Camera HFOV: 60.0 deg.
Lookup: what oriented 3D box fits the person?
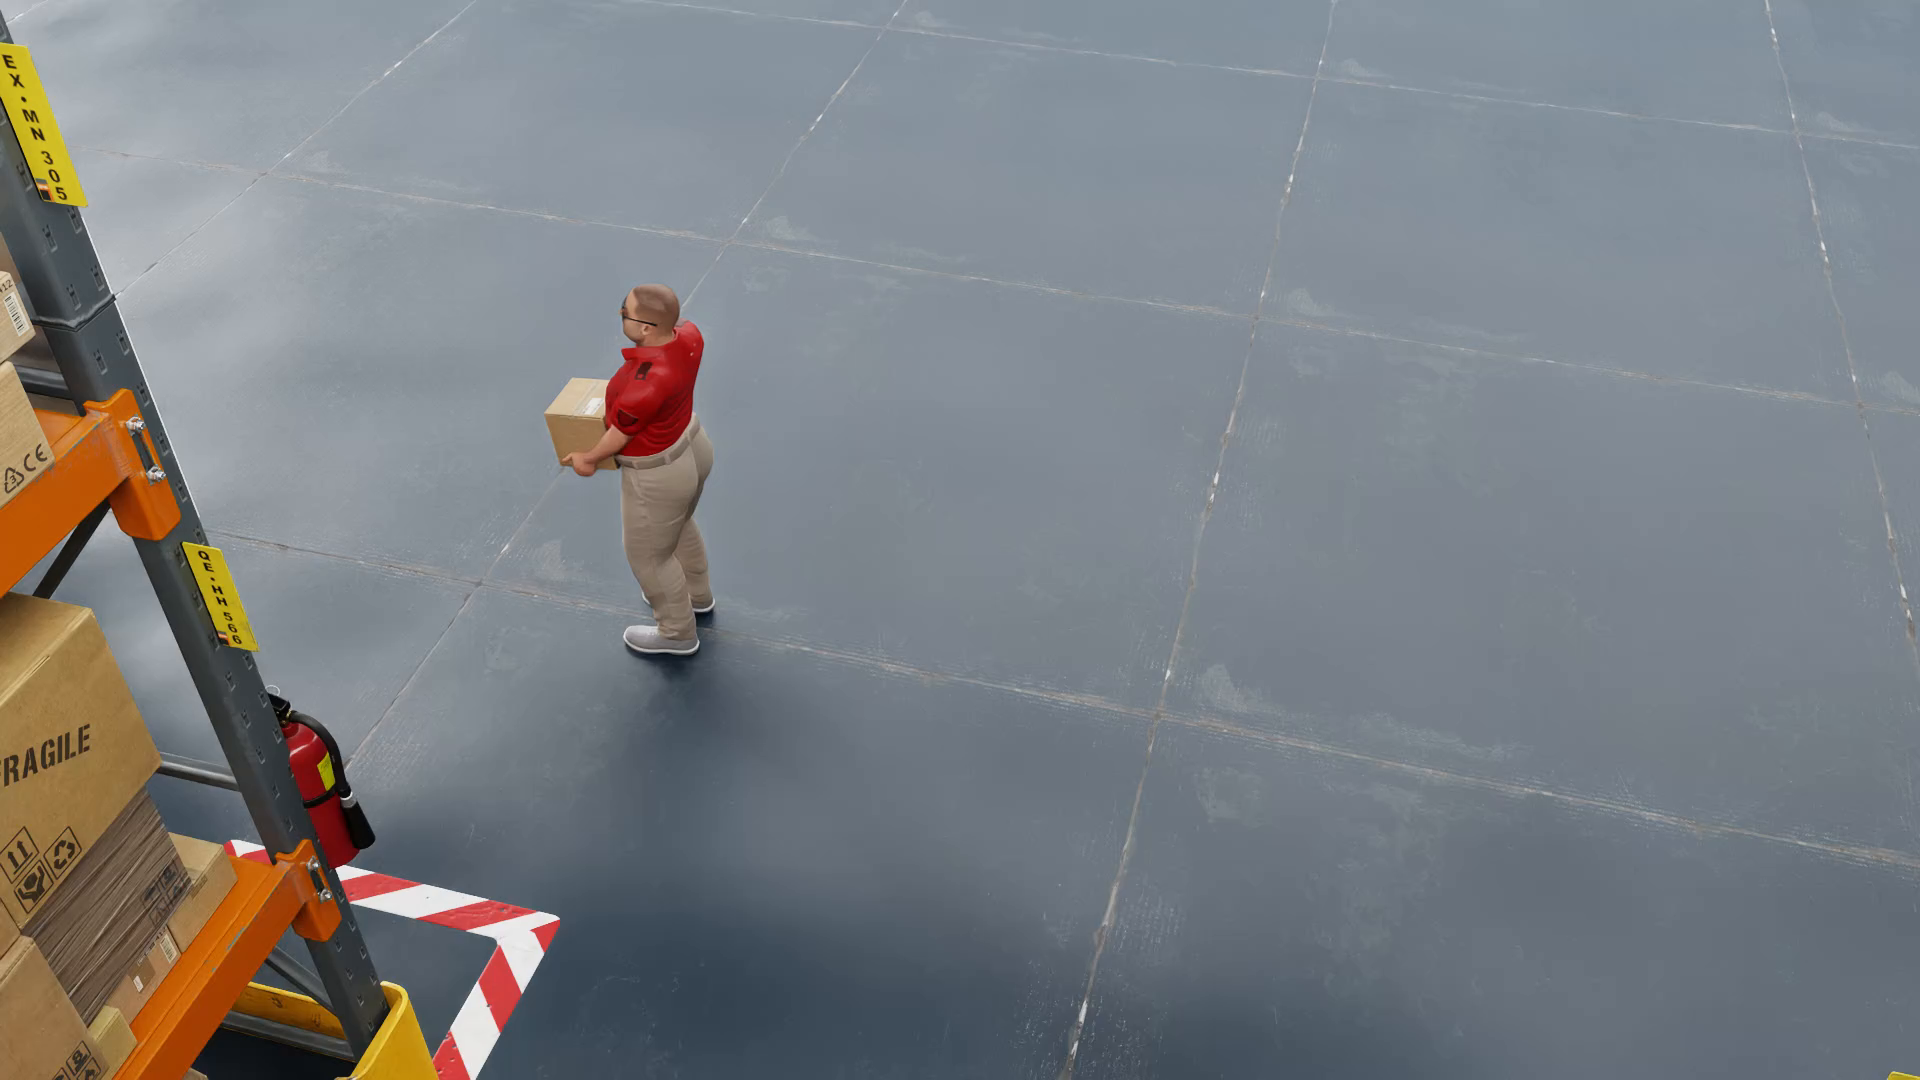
[{"bbox_3d":[-1.255,-0.289,6.515,0.531,1.712,0.493,10,42,12],"label":"person"}]
